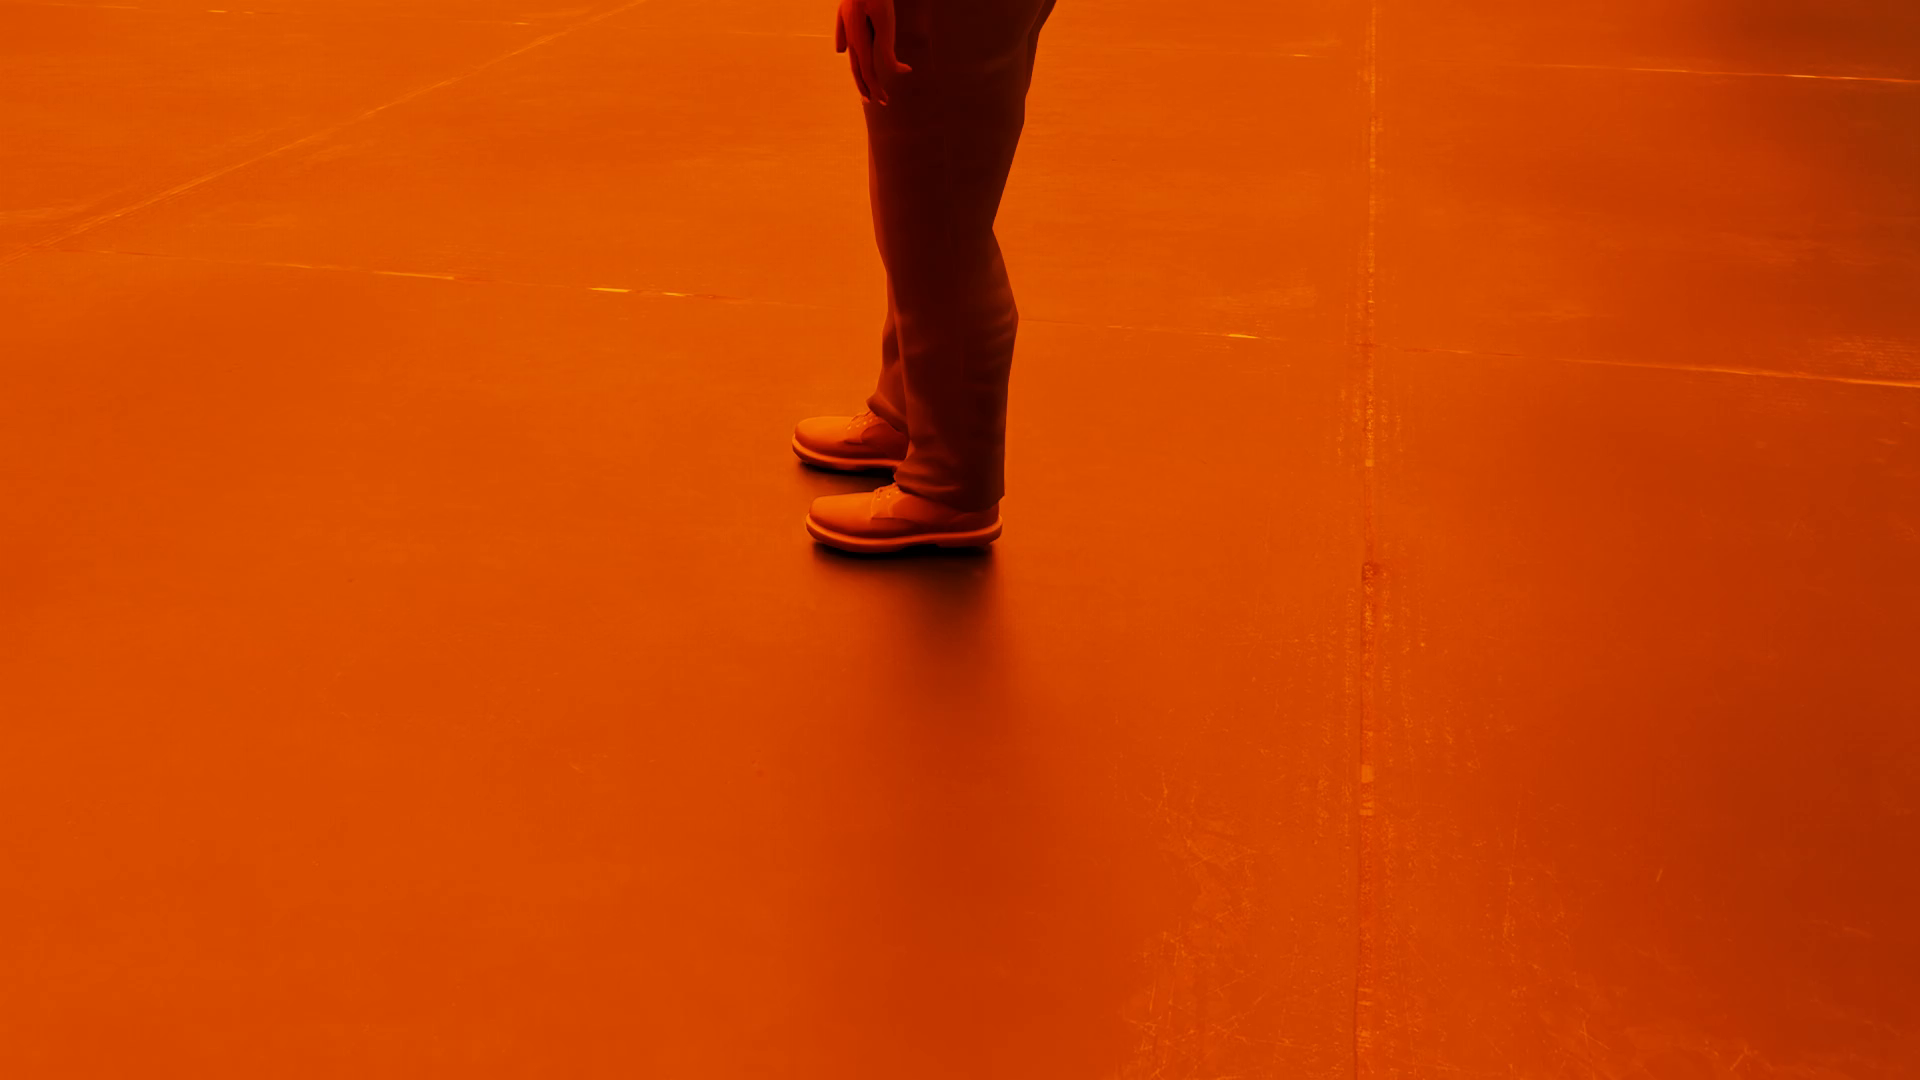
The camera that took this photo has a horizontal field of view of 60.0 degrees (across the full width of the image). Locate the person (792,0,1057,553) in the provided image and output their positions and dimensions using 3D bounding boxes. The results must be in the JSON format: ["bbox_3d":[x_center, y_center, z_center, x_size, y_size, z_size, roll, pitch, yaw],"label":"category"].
[{"bbox_3d":[-0.081,-0.758,2.161,0.503,1.644,0.569,6,27,11],"label":"person"}]
